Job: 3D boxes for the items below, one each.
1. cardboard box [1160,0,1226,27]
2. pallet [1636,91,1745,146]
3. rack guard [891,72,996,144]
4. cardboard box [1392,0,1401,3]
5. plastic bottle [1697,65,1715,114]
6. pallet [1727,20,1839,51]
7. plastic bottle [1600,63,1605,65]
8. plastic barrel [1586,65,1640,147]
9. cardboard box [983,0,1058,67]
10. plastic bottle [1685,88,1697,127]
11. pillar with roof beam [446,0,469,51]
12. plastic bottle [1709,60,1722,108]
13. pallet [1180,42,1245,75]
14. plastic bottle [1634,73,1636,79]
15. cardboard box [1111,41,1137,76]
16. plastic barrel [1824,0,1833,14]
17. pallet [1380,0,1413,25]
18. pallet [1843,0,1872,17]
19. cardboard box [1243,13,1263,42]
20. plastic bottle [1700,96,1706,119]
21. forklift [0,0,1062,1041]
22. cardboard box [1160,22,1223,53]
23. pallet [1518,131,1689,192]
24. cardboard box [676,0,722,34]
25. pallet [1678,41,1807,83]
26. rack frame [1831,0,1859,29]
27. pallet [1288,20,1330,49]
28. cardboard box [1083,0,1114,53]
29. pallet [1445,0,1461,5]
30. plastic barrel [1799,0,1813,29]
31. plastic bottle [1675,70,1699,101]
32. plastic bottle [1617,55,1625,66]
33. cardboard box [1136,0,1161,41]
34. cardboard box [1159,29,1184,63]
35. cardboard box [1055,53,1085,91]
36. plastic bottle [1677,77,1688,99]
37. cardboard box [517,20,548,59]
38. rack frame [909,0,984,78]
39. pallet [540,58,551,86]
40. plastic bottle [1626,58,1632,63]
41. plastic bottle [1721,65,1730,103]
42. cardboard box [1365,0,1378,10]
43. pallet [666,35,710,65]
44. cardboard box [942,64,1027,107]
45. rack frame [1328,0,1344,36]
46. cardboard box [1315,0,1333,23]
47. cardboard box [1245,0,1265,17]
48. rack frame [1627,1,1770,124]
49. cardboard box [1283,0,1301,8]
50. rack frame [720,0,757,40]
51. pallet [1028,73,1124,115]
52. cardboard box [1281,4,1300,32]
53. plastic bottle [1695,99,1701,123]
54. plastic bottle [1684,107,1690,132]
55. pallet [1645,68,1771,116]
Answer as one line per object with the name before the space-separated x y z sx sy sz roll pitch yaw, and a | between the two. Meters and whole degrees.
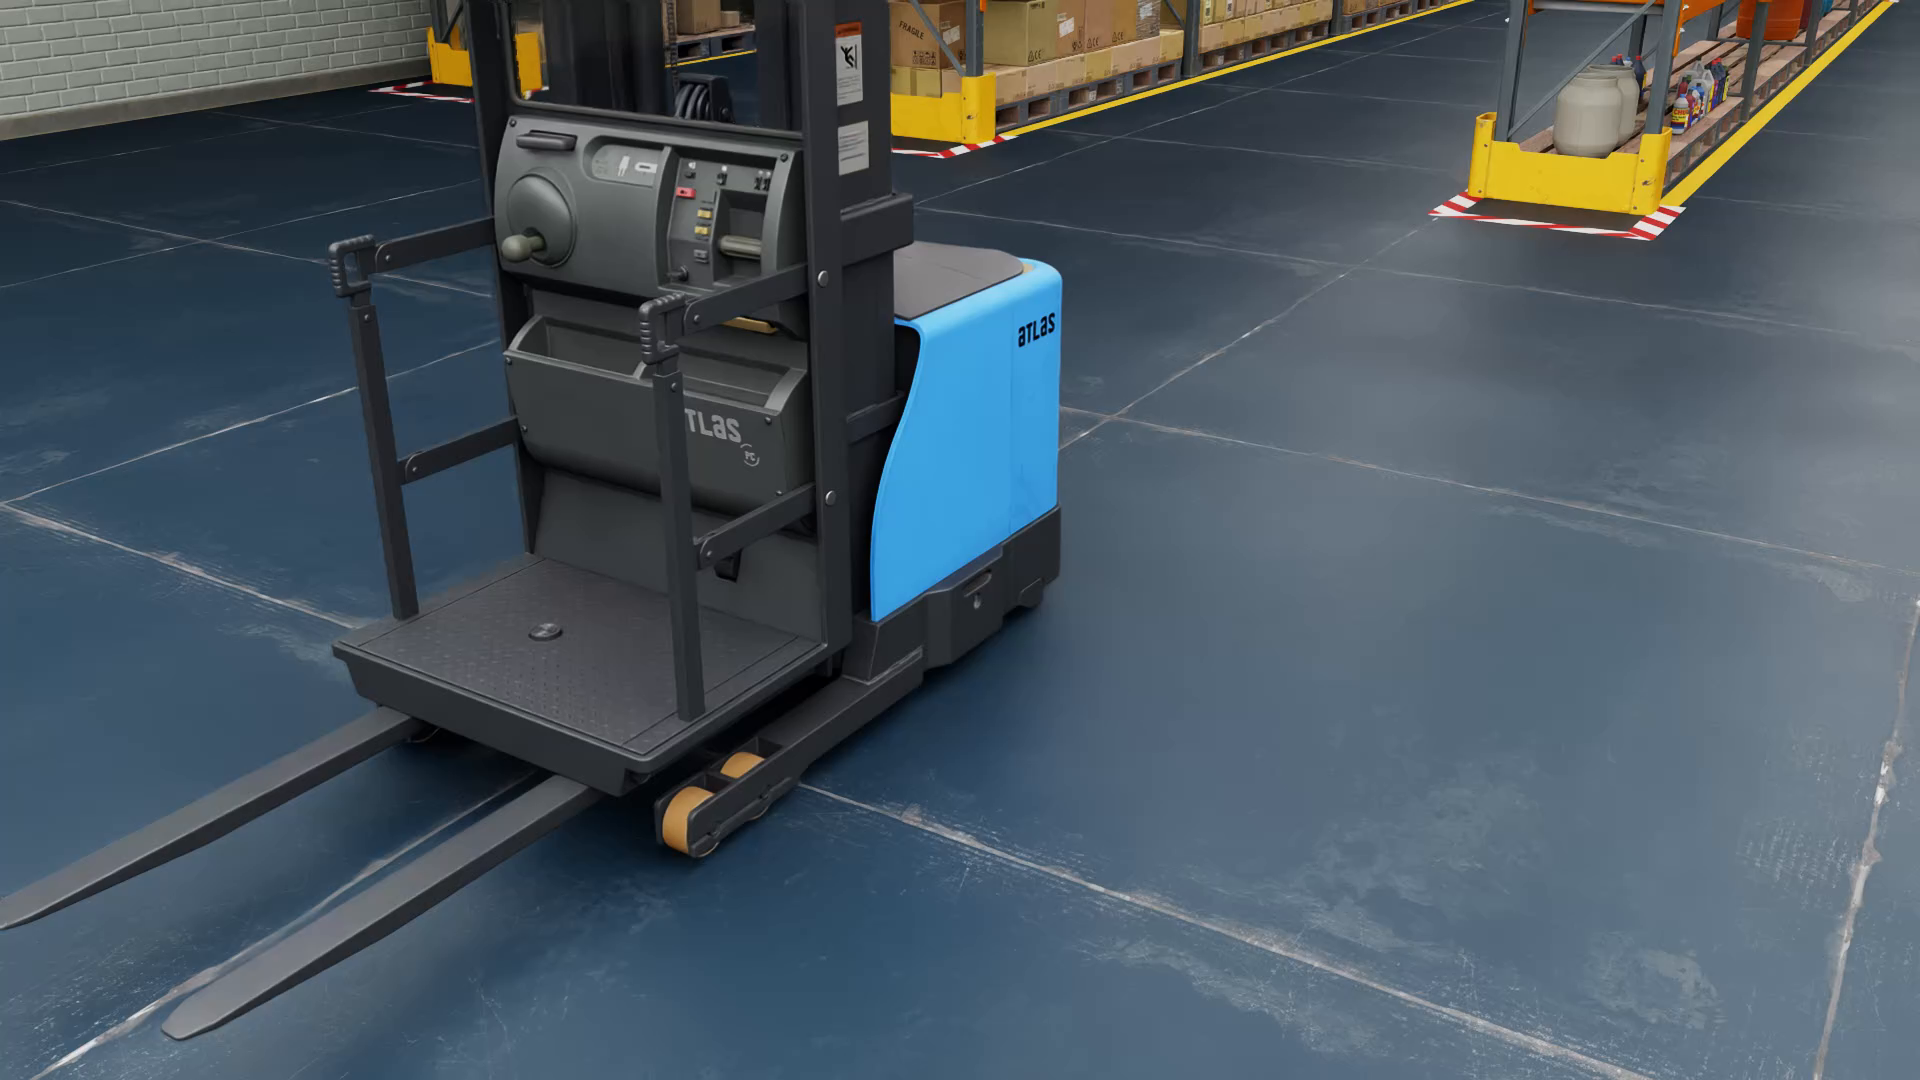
cardboard box | 2.264 -5.221 16.262 0.500 0.311 0.500 14 27 29
pallet | 5.651 -3.409 13.358 1.003 0.211 1.213 14 27 29
rack guard | -0.288 -3.440 13.068 1.175 0.500 0.348 14 27 29
cardboard box | 5.238 -6.968 20.662 0.500 0.500 0.500 13 27 27
plastic bottle | 5.674 -3.441 12.704 0.144 0.351 0.185 14 27 29
pallet | 9.175 -5.662 18.563 1.003 0.211 1.213 14 27 29
plastic bottle | 4.939 -3.500 12.840 0.144 0.351 0.185 14 27 29
plastic barrel | 4.477 -3.015 11.541 0.421 0.512 0.421 0 23 0
cardboard box | 0.458 -4.174 13.605 0.500 0.500 0.500 14 27 29
plastic bottle | 5.333 -3.168 12.174 0.097 0.271 0.097 0 23 0
pillar with roof beam | -1.194 -7.901 12.674 9.100 9.000 0.400 14 27 29
plastic bottle | 5.845 -3.550 12.956 0.144 0.351 0.185 12 26 26
pallet | 2.190 -4.923 16.856 1.003 0.211 1.213 14 27 29
plastic bottle | 5.288 -3.597 13.163 0.097 0.271 0.097 0 23 0
cardboard box | 1.252 -4.336 14.922 0.500 0.250 0.500 14 27 29
plastic barrel | 9.959 -6.656 19.463 0.600 0.901 0.708 14 27 29
pallet | 5.015 -6.670 20.892 1.003 0.211 1.213 14 27 29
pallet | 11.258 -6.997 21.646 1.003 0.211 1.213 14 27 29
cardboard box | 2.799 -5.308 17.169 0.500 0.250 0.500 13 27 27
plastic bottle | 5.546 -3.273 12.503 0.097 0.201 0.097 0 23 0
forklift | -0.900 -0.797 3.902 1.130 2.935 3.031 14 27 30
cardboard box | 2.258 -4.961 16.366 0.500 0.250 0.500 13 27 28
pallet | 4.364 -2.585 11.456 1.003 0.211 1.213 14 27 29
cardboard box | -2.889 -5.679 17.684 0.500 0.500 0.500 12 26 25
pallet | 7.709 -4.723 16.395 1.003 0.211 1.213 14 27 29
rack frame | 10.261 -7.606 19.545 1.000 3.000 0.127 14 27 29
pallet | 3.477 -5.746 18.758 1.003 0.211 1.213 14 27 29
cardboard box | 0.990 -4.511 14.383 0.500 0.500 0.500 14 27 29
pallet | 6.417 -7.598 23.035 1.003 0.211 1.213 14 27 29
plastic barrel | 8.990 -5.892 18.092 0.600 0.588 0.708 14 27 29
plastic bottle | 5.705 -3.538 13.022 0.152 0.276 0.135 14 27 29
plastic bottle | 5.262 -3.707 13.318 0.144 0.351 0.185 15 27 30
cardboard box | 1.502 -4.852 15.171 0.500 0.500 0.500 14 27 29
cardboard box | 1.775 -4.674 15.704 0.500 0.250 0.500 14 27 29
cardboard box | 0.721 -3.999 14.145 0.500 0.250 0.500 14 27 29
plastic bottle | 5.494 -3.378 12.643 0.061 0.283 0.133 14 27 29
cardboard box | -4.045 -4.815 15.928 0.500 0.311 0.500 11 26 23
rack frame | -0.275 -4.596 12.590 1.000 3.000 0.127 14 27 29
pallet | -3.987 -4.645 16.215 1.003 0.211 1.213 14 27 29
plastic bottle | 5.500 -3.841 13.726 0.097 0.271 0.097 0 23 0
plastic bottle | 6.067 -3.630 13.225 0.061 0.283 0.133 15 28 32
cardboard box | 4.699 -6.622 19.864 0.500 0.500 0.500 13 27 27
pallet | -3.343 -5.055 17.162 1.003 0.211 1.213 14 27 29
cardboard box | 0.196 -3.661 13.363 0.500 0.250 0.500 14 27 29
rack frame | 3.944 -7.296 18.827 1.000 3.000 0.127 14 27 29
cardboard box | 3.874 -5.998 18.762 0.500 0.250 0.500 15 27 30
cardboard box | 2.805 -5.564 17.053 0.500 0.311 0.500 13 27 27
rack frame | 6.041 -4.906 13.308 1.000 3.000 0.127 14 27 29
cardboard box | 3.340 -5.909 17.851 0.500 0.311 0.500 14 27 29
rack frame | -2.376 -6.983 18.104 1.000 3.000 0.127 14 27 29
pallet | 0.737 -3.993 14.708 1.003 0.211 1.213 14 27 29
cardboard box | 3.337 -5.654 17.968 0.500 0.250 0.500 15 27 30
plastic bottle | 5.438 -3.204 12.343 0.097 0.201 0.097 0 23 0
plastic bottle | 5.206 -3.056 12.001 0.097 0.201 0.097 0 23 0
pallet | 6.422 -3.900 14.493 1.003 0.211 1.213 14 27 29
